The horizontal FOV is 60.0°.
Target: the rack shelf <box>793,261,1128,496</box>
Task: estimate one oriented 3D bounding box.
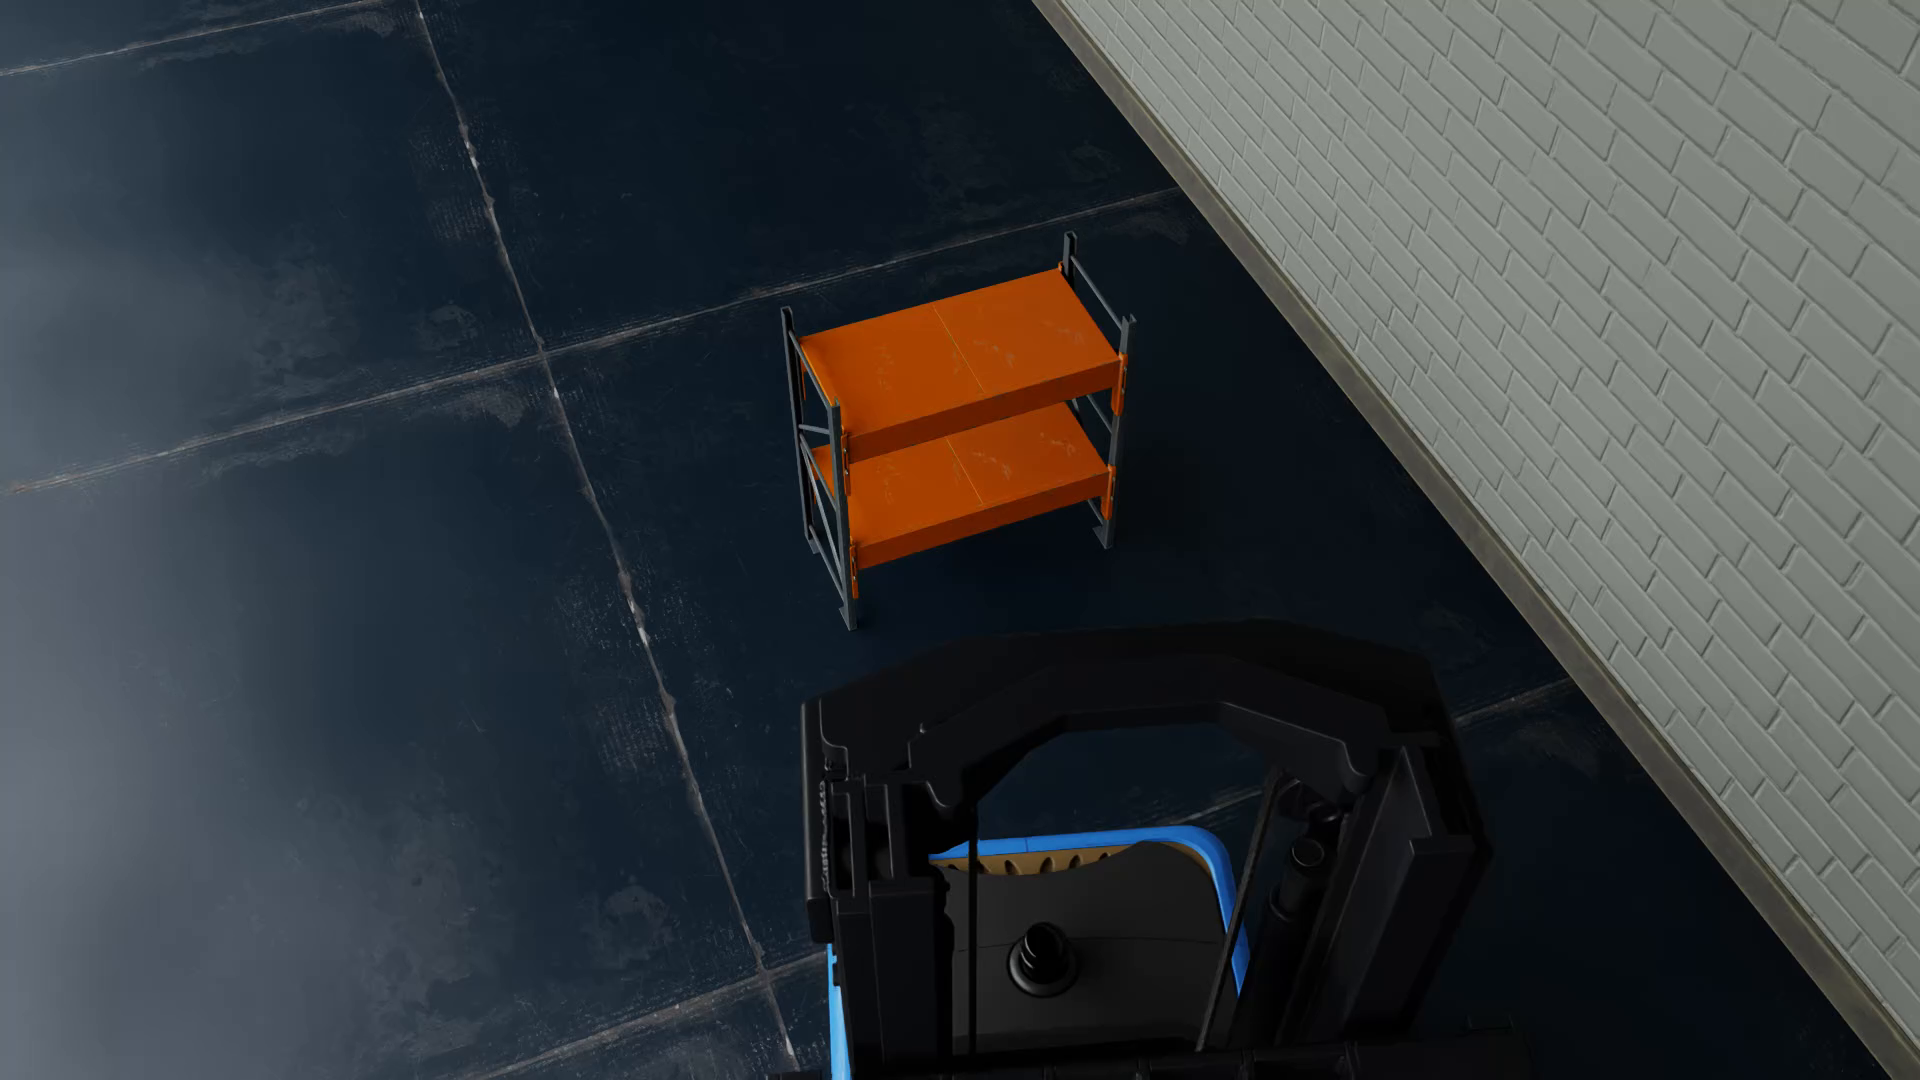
[{"bbox_3d":[-0.006,-0.555,5.600,1.000,0.278,0.538,-17,52,-14],"label":"rack shelf"}]

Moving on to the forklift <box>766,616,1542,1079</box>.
[{"bbox_3d":[0.293,1.613,2.933,1.130,2.935,3.031,-4,49,-3],"label":"forklift"}]

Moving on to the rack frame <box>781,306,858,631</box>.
[{"bbox_3d":[-0.477,-0.219,5.696,0.032,1.125,0.500,-17,52,-14],"label":"rack frame"}]

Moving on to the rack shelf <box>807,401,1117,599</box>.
[{"bbox_3d":[-0.006,-0.205,6.007,1.000,0.278,0.538,-17,52,-14],"label":"rack shelf"}]

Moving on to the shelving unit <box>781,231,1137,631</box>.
[{"bbox_3d":[-0.006,-0.365,5.822,1.048,1.125,0.538,-17,52,-14],"label":"shelving unit"}]

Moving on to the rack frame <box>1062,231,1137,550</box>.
[{"bbox_3d":[0.464,-0.510,5.947,0.032,1.125,0.500,-17,52,-14],"label":"rack frame"}]
